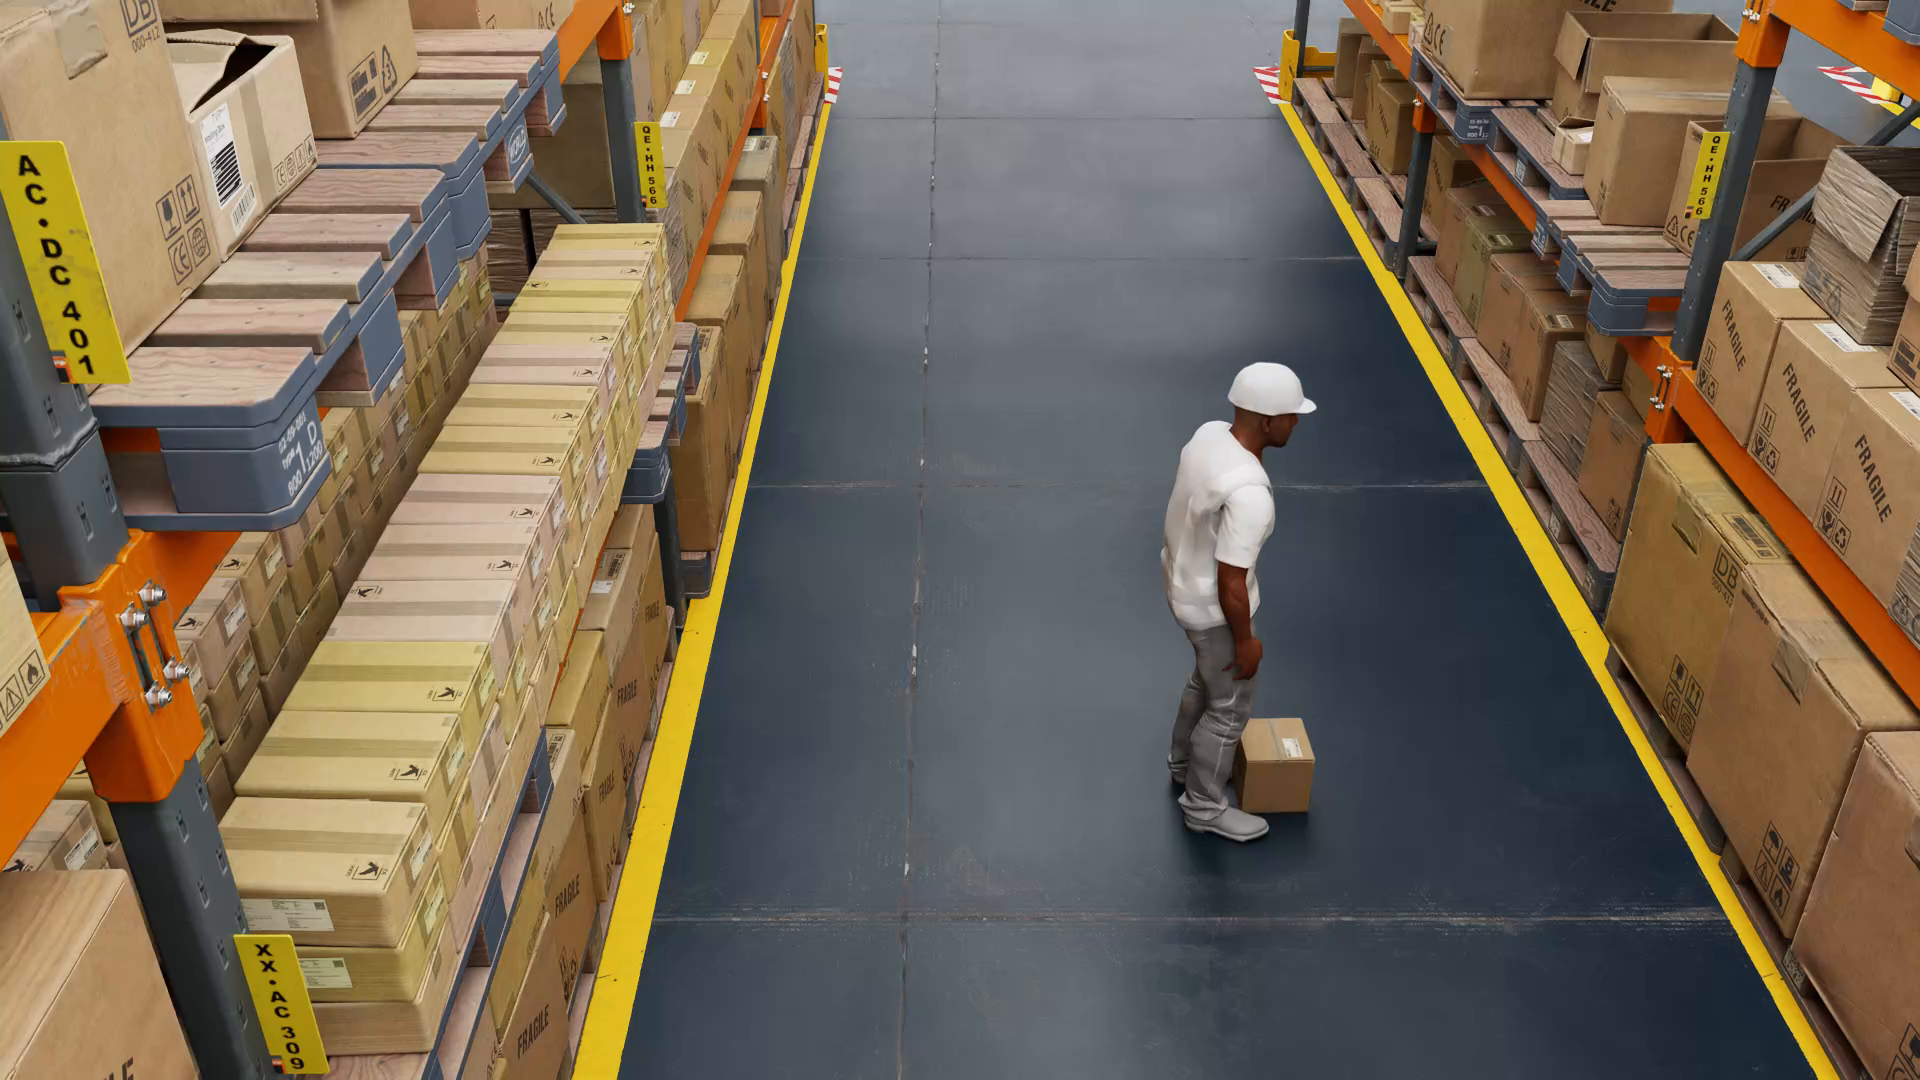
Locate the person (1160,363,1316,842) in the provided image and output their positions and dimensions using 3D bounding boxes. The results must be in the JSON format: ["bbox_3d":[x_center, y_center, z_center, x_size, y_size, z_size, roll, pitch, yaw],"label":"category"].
[{"bbox_3d":[0.933,0.201,5.789,0.463,1.759,0.626,-2,31,-3],"label":"person"}]
